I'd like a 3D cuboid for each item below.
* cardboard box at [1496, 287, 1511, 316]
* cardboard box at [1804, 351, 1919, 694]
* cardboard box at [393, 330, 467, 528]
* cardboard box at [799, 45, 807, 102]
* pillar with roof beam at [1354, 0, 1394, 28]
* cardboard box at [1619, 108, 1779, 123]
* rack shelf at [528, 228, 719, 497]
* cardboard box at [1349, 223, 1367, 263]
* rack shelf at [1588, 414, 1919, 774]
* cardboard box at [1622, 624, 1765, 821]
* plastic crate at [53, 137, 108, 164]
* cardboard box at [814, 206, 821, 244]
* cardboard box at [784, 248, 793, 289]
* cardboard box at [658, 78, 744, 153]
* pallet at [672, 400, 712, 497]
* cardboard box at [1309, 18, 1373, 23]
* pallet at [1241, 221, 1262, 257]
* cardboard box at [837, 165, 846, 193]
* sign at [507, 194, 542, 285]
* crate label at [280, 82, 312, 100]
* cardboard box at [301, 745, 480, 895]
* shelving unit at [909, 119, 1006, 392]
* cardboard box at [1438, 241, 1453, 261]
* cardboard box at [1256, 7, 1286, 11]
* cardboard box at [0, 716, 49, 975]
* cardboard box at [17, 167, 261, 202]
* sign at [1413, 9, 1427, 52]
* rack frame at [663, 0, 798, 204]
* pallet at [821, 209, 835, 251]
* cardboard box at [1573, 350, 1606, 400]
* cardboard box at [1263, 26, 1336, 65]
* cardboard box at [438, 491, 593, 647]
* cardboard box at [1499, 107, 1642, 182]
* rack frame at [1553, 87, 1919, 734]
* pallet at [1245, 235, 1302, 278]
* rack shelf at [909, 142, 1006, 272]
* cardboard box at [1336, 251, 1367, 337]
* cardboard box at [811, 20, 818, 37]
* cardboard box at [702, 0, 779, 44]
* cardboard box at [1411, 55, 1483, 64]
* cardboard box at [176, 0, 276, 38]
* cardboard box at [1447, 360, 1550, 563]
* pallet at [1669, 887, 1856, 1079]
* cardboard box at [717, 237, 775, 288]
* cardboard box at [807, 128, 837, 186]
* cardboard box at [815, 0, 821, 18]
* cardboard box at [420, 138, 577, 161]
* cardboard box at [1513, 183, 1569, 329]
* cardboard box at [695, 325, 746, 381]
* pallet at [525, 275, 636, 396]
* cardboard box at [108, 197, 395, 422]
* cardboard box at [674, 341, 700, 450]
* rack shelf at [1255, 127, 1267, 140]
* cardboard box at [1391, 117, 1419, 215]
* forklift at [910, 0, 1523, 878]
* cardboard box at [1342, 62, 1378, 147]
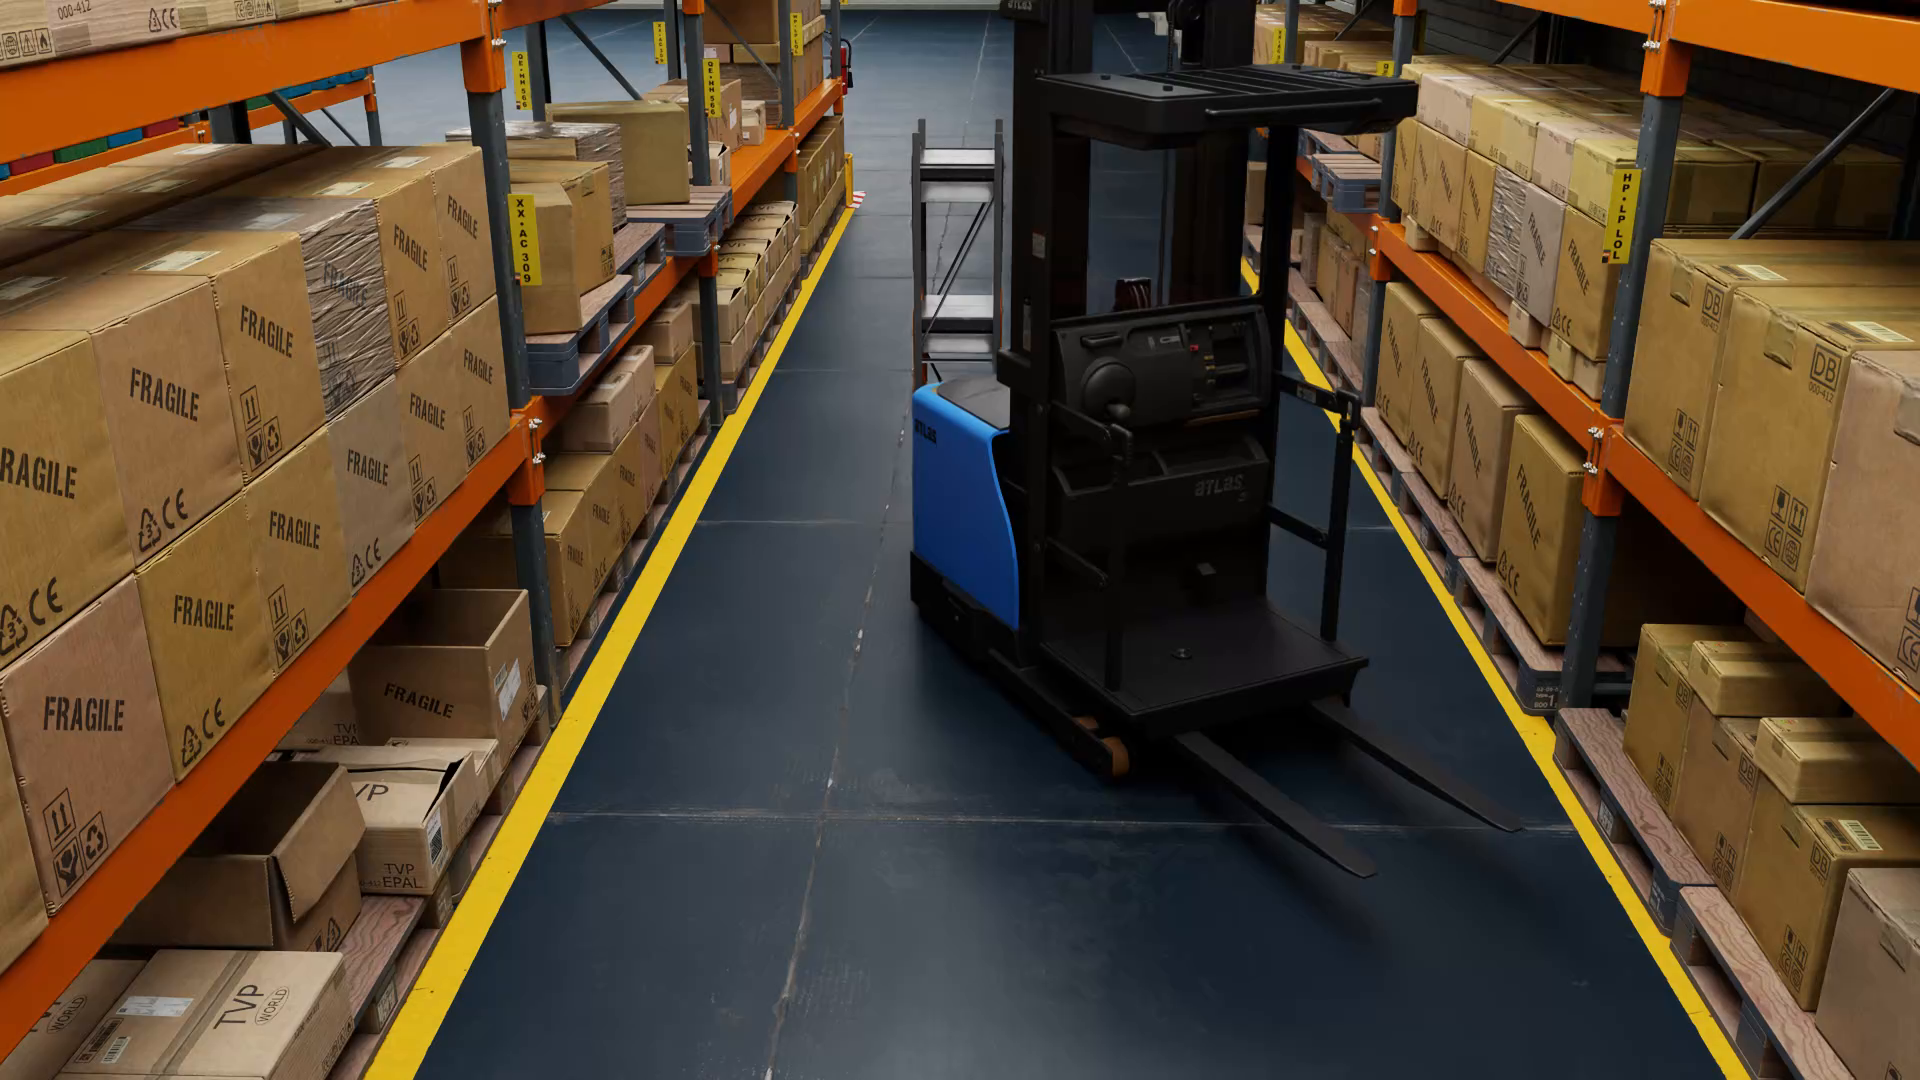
[{"bbox_3d":[2.658,-1.096,7.526,0.380,0.149,0.250,0,21,0],"label":"cardboard box"},{"bbox_3d":[2.775,-0.036,4.061,0.980,0.700,0.700,0,21,-1],"label":"cardboard box"},{"bbox_3d":[-1.876,-0.349,5.144,0.500,0.500,0.500,1,21,3],"label":"cardboard box"},{"bbox_3d":[-1.810,-4.329,15.402,0.700,0.500,0.500,1,21,3],"label":"cardboard box"},{"bbox_3d":[-0.247,-7.540,15.521,9.100,9.000,0.400,1,21,2],"label":"pillar with roof beam"},{"bbox_3d":[3.142,-1.698,7.144,0.500,0.250,0.500,0,21,0],"label":"cardboard box"},{"bbox_3d":[-2.043,-1.060,8.109,1.077,0.370,4.000,1,21,2],"label":"rack shelf"},{"bbox_3d":[3.030,-2.107,11.624,0.500,0.250,0.500,1,21,1],"label":"cardboard box"},{"bbox_3d":[2.787,0.439,4.245,1.077,0.370,4.000,1,21,2],"label":"rack shelf"},{"bbox_3d":[2.723,0.619,5.661,0.700,0.500,0.500,1,21,2],"label":"cardboard box"},{"bbox_3d":[-6.582,-2.889,12.122,0.450,0.188,0.662,1,21,2],"label":"plastic crate"},{"bbox_3d":[-1.523,-2.824,14.881,0.500,0.250,0.500,1,21,2],"label":"cardboard box"},{"bbox_3d":[-1.600,-2.143,13.126,0.500,0.250,0.500,0,21,1],"label":"cardboard box"},{"bbox_3d":[-1.916,-3.144,12.346,0.500,0.500,0.500,2,21,6],"label":"cardboard box"},{"bbox_3d":[-2.042,-0.549,9.653,1.003,0.211,1.213,1,21,2],"label":"pallet"},{"bbox_3d":[3.355,-4.336,14.699,0.500,0.500,0.500,1,21,3],"label":"cardboard box"},{"bbox_3d":[3.111,-2.897,15.704,1.003,0.211,1.213,1,21,2],"label":"pallet"},{"bbox_3d":[-1.459,-3.728,17.211,0.500,0.250,0.500,1,21,2],"label":"cardboard box"},{"bbox_3d":[-1.561,-1.073,5.951,0.100,0.325,0.005,1,21,2],"label":"sign"},{"bbox_3d":[-6.475,-4.415,15.712,0.502,0.435,0.616,1,21,2],"label":"crate label"},{"bbox_3d":[-1.860,0.856,5.284,0.500,0.311,0.500,1,21,2],"label":"cardboard box"},{"bbox_3d":[-0.005,-0.919,7.995,0.431,2.100,0.503,1,21,2],"label":"shelving unit"},{"bbox_3d":[2.735,-1.563,8.730,0.380,0.149,0.250,0,21,1],"label":"cardboard box"},{"bbox_3d":[2.873,-4.899,16.152,0.500,0.500,0.500,1,21,2],"label":"cardboard box"},{"bbox_3d":[-1.948,0.570,2.776,0.500,0.500,0.500,1,21,3],"label":"cardboard box"},{"bbox_3d":[-2.414,-0.831,5.005,0.500,0.500,0.500,0,21,0],"label":"cardboard box"},{"bbox_3d":[3.646,-4.047,13.211,0.100,0.325,0.005,1,21,2],"label":"sign"},{"bbox_3d":[-1.860,-3.565,13.570,1.000,3.000,0.127,1,21,2],"label":"rack frame"},{"bbox_3d":[-1.760,-2.994,15.954,1.003,0.211,1.213,1,21,2],"label":"pallet"},{"bbox_3d":[2.575,-0.637,6.343,0.380,0.149,0.250,1,21,2],"label":"cardboard box"},{"bbox_3d":[2.797,-3.975,13.770,0.500,0.500,0.500,1,21,1],"label":"cardboard box"},{"bbox_3d":[-1.845,0.116,6.932,0.500,0.500,0.500,0,21,-1],"label":"cardboard box"},{"bbox_3d":[2.647,-1.704,7.161,0.500,0.250,0.500,1,21,3],"label":"cardboard box"},{"bbox_3d":[2.848,-0.619,5.978,1.000,3.000,0.127,1,21,2],"label":"rack frame"},{"bbox_3d":[3.077,-2.455,14.565,1.003,0.211,1.213,1,21,2],"label":"pallet"},{"bbox_3d":[-0.005,-1.559,7.747,0.431,0.518,0.480,1,21,2],"label":"rack shelf"},{"bbox_3d":[3.058,-1.731,11.691,0.700,0.500,0.500,1,21,1],"label":"cardboard box"},{"bbox_3d":[-1.584,-4.942,16.084,0.380,0.149,0.250,1,21,2],"label":"cardboard box"},{"bbox_3d":[-1.853,-4.377,13.731,0.700,0.500,0.500,1,21,2],"label":"cardboard box"},{"bbox_3d":[2.945,-2.861,10.113,0.380,0.149,0.250,-3,21,-7],"label":"cardboard box"},{"bbox_3d":[-1.905,-1.280,3.742,0.500,0.250,0.500,1,21,2],"label":"cardboard box"},{"bbox_3d":[2.762,-0.371,7.729,0.750,0.750,0.750,1,21,3],"label":"cardboard box"},{"bbox_3d":[2.712,1.397,4.637,1.003,0.211,1.213,1,21,2],"label":"pallet"},{"bbox_3d":[-1.632,-2.041,12.087,0.500,0.311,0.500,0,21,1],"label":"cardboard box"},{"bbox_3d":[-1.473,-3.716,16.143,0.500,0.500,0.500,1,21,2],"label":"cardboard box"},{"bbox_3d":[-1.767,-5.475,16.561,0.700,0.500,0.500,1,21,2],"label":"cardboard box"},{"bbox_3d":[-2.111,-1.554,7.669,0.700,0.500,0.500,-5,22,-12],"label":"cardboard box"},{"bbox_3d":[2.616,-1.168,6.816,0.500,0.500,0.500,1,21,2],"label":"cardboard box"},{"bbox_3d":[-1.672,-1.219,10.744,0.500,0.250,0.500,1,21,1],"label":"cardboard box"},{"bbox_3d":[-1.970,-0.871,6.892,1.003,0.211,1.213,1,21,2],"label":"pallet"},{"bbox_3d":[-1.888,-0.632,4.491,0.500,0.500,0.500,1,21,2],"label":"cardboard box"},{"bbox_3d":[-1.776,-0.818,9.337,0.500,0.500,0.500,1,21,4],"label":"cardboard box"},{"bbox_3d":[3.152,-3.900,15.427,1.077,0.370,4.000,1,21,2],"label":"rack shelf"},{"bbox_3d":[2.699,-2.087,9.185,0.500,0.500,0.500,1,21,3],"label":"cardboard box"},{"bbox_3d":[0.883,-0.648,6.148,1.130,2.935,3.031,-10,23,-25],"label":"forklift"},{"bbox_3d":[2.990,-2.938,11.208,0.700,0.500,0.500,1,21,2],"label":"cardboard box"}]
